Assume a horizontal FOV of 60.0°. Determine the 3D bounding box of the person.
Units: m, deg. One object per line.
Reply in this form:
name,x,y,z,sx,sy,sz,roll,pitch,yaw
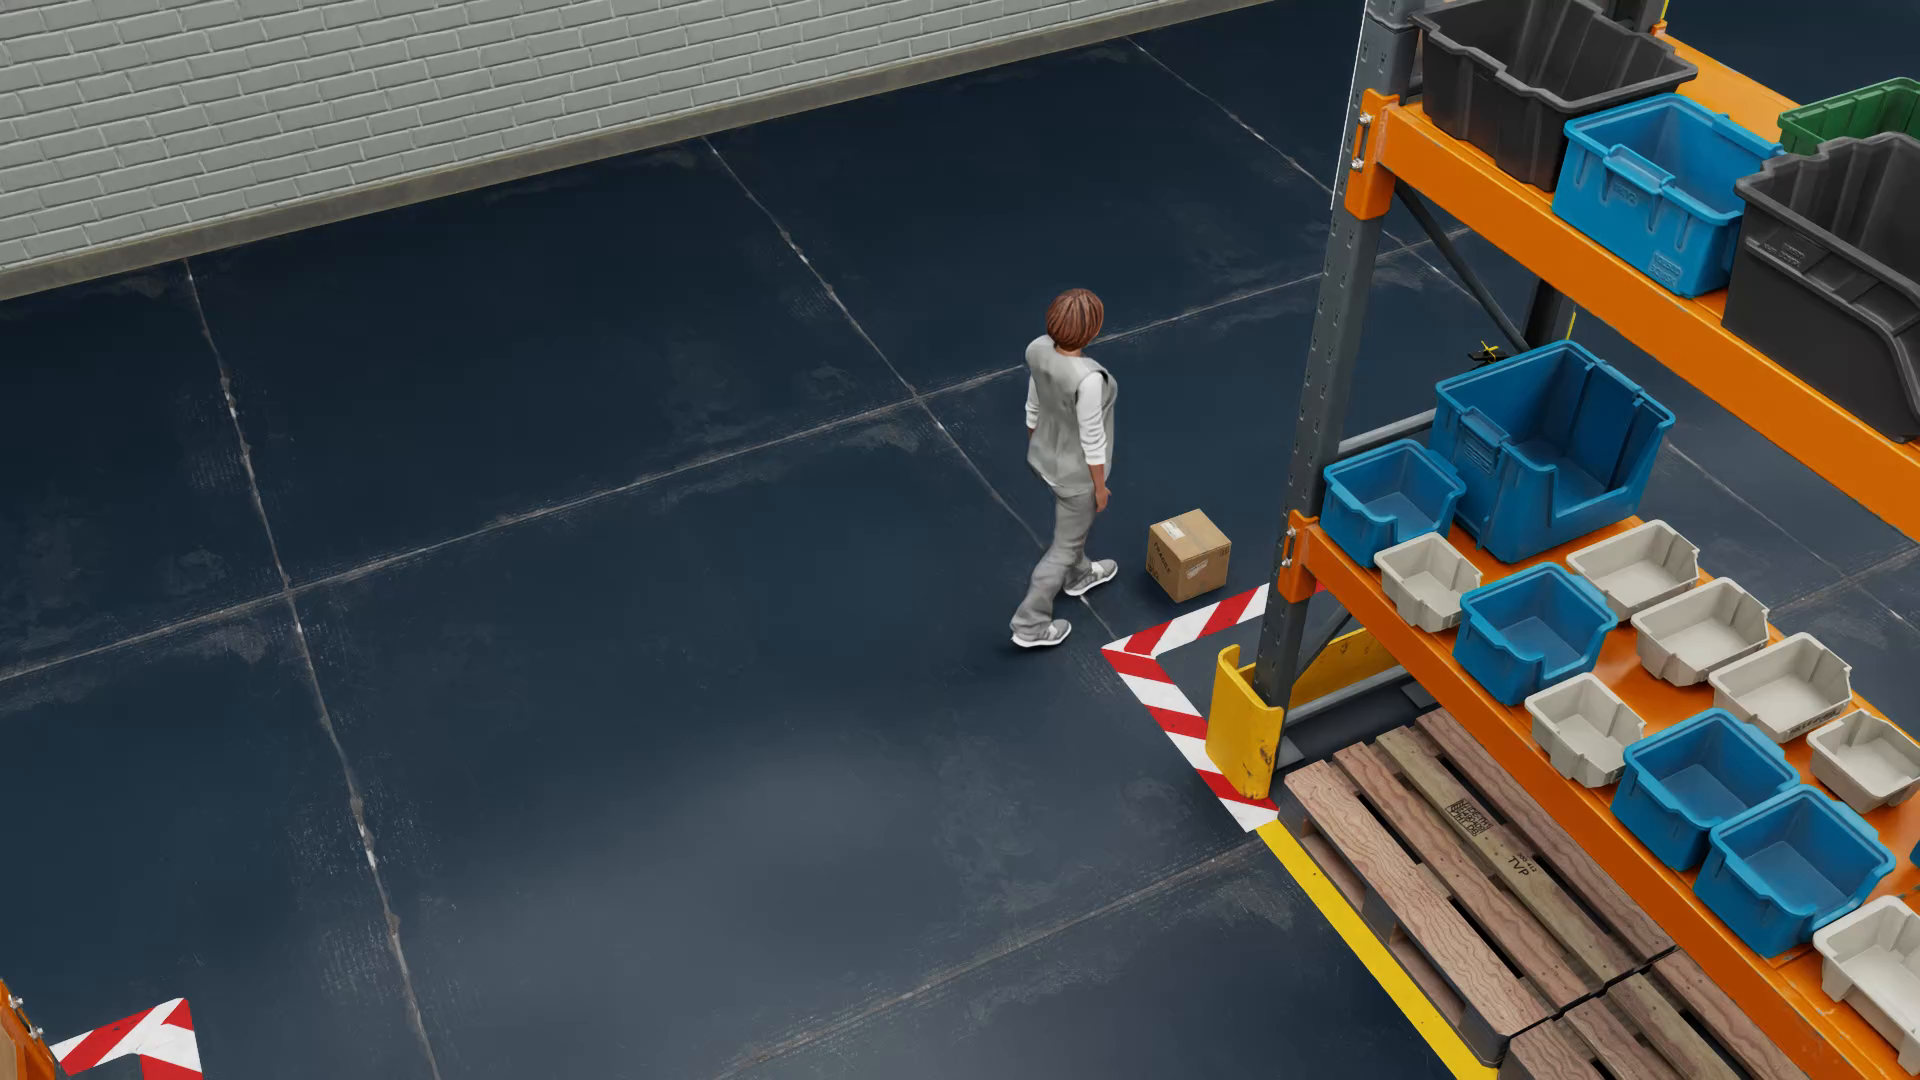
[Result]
person,0.438,-0.300,6.487,0.659,1.586,0.421,-24,47,-24
